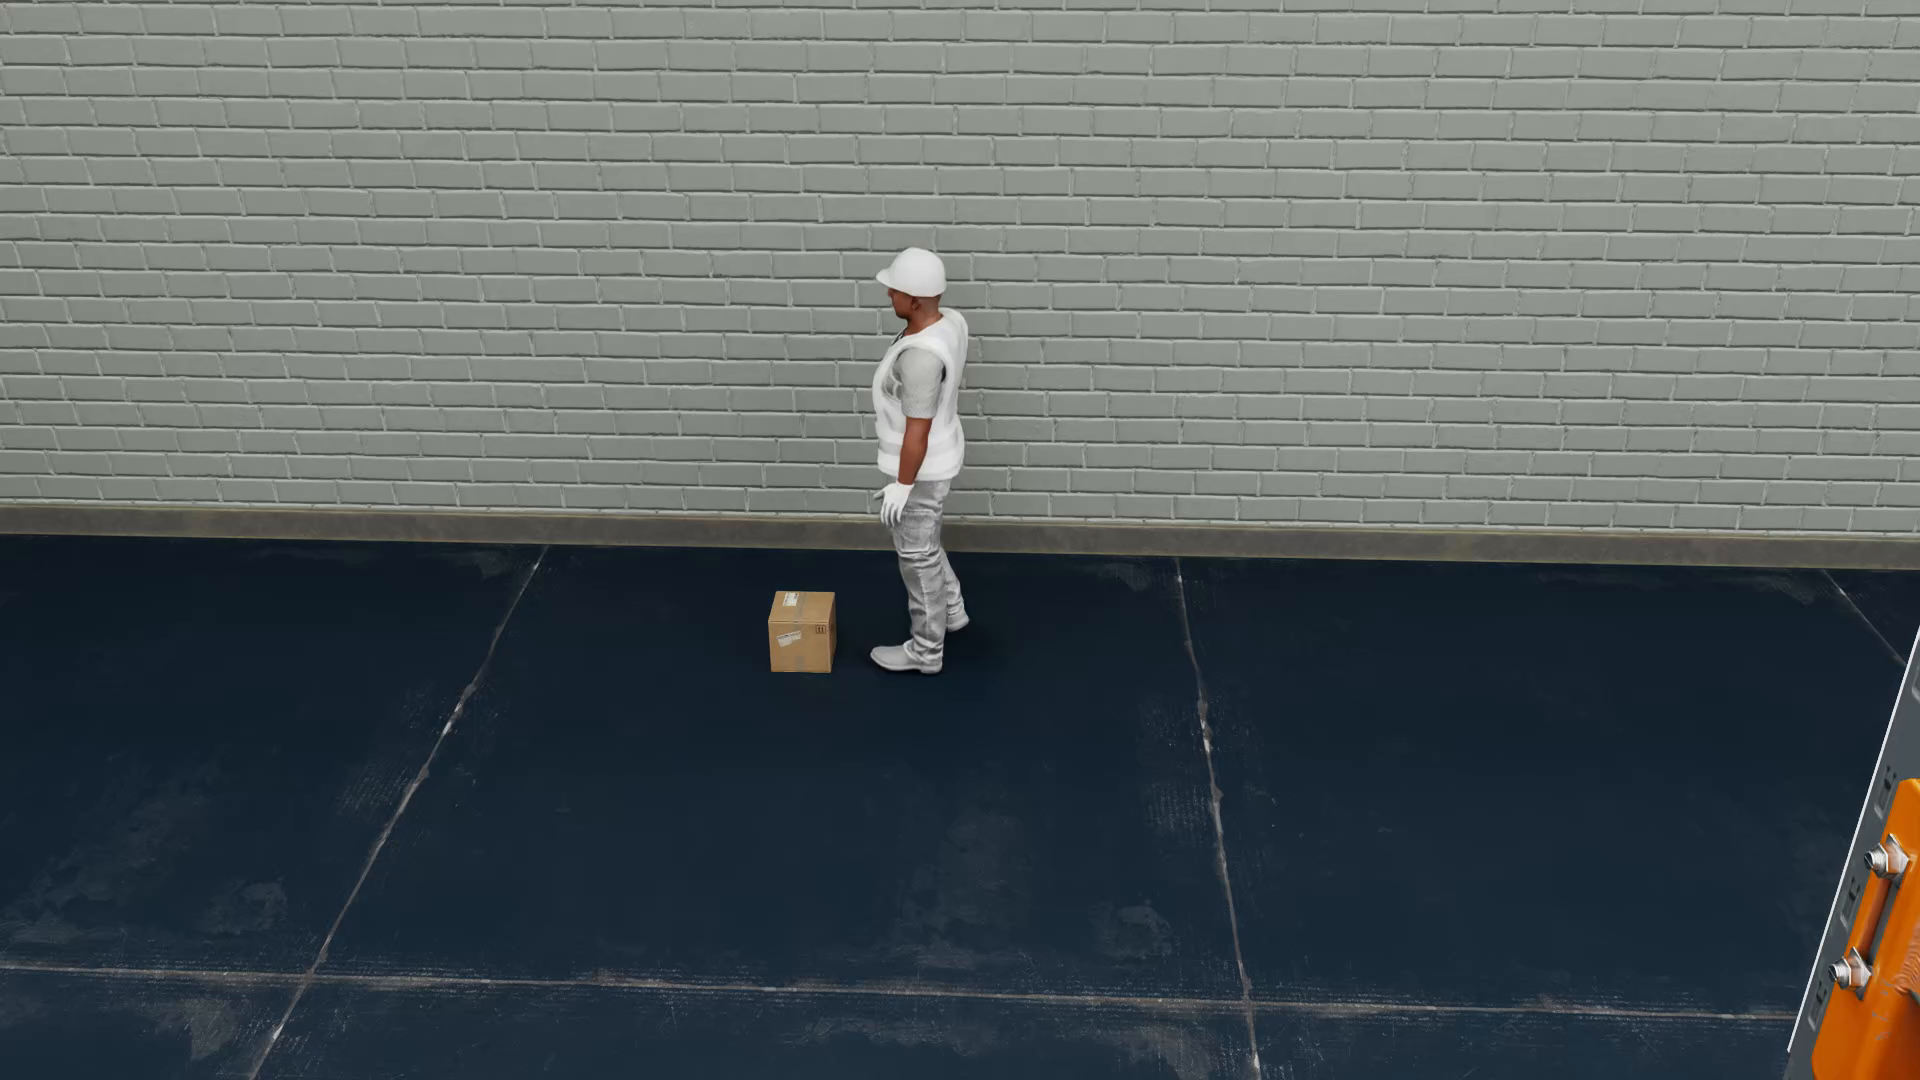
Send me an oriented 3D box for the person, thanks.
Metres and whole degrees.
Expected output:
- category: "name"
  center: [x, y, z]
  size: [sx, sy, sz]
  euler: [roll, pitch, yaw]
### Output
- category: "person"
  center: [-0.175, -0.284, 6.632]
  size: [0.383, 1.827, 0.570]
  euler: [4, 28, 8]
